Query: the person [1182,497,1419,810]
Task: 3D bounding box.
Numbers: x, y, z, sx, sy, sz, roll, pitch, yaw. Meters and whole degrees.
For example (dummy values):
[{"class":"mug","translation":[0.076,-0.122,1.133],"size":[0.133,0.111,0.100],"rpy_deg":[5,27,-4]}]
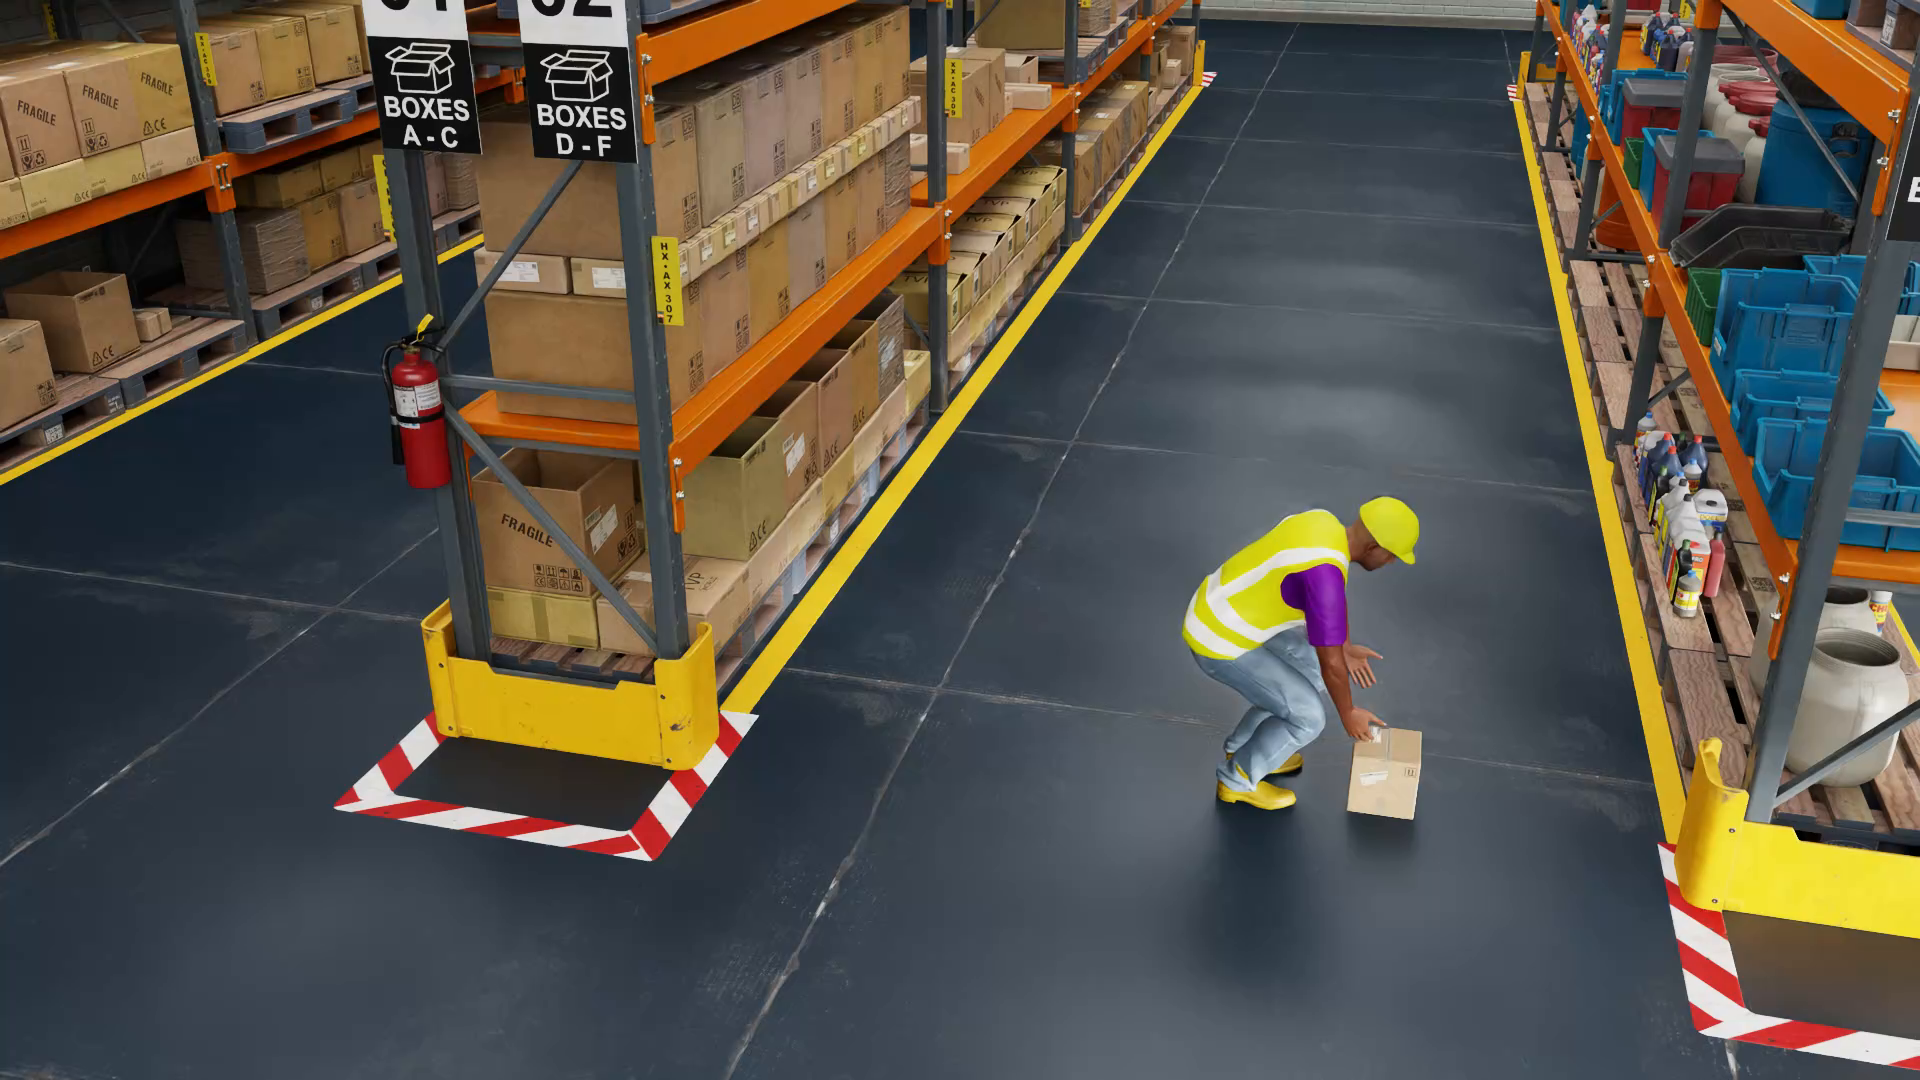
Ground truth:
[{"class":"person","translation":[1.273,0.385,6.366],"size":[0.828,1.253,0.625],"rpy_deg":[6,26,13]}]
